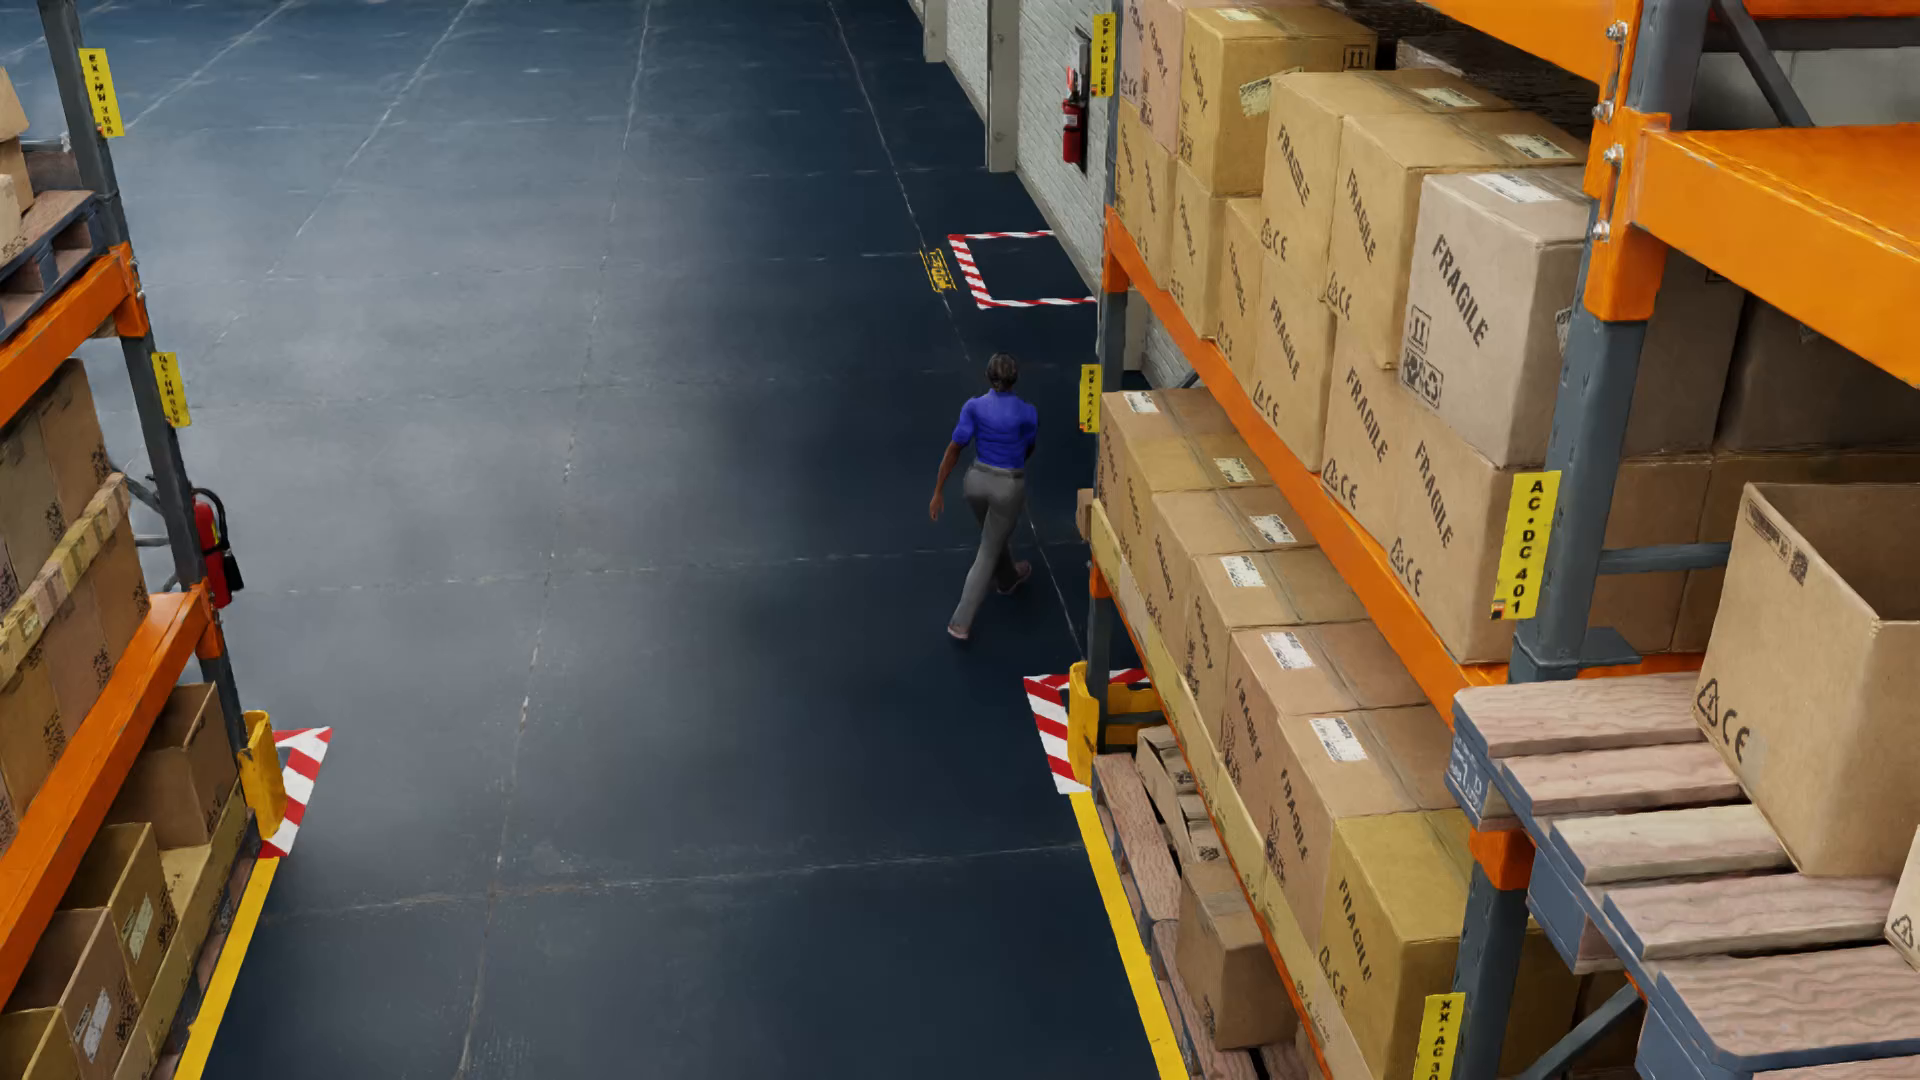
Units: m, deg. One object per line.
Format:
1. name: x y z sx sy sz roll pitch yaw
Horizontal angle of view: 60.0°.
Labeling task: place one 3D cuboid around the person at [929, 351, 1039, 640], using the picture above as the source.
1. person: 0.186 -0.287 9.198 0.470 1.598 1.006 12 29 21
